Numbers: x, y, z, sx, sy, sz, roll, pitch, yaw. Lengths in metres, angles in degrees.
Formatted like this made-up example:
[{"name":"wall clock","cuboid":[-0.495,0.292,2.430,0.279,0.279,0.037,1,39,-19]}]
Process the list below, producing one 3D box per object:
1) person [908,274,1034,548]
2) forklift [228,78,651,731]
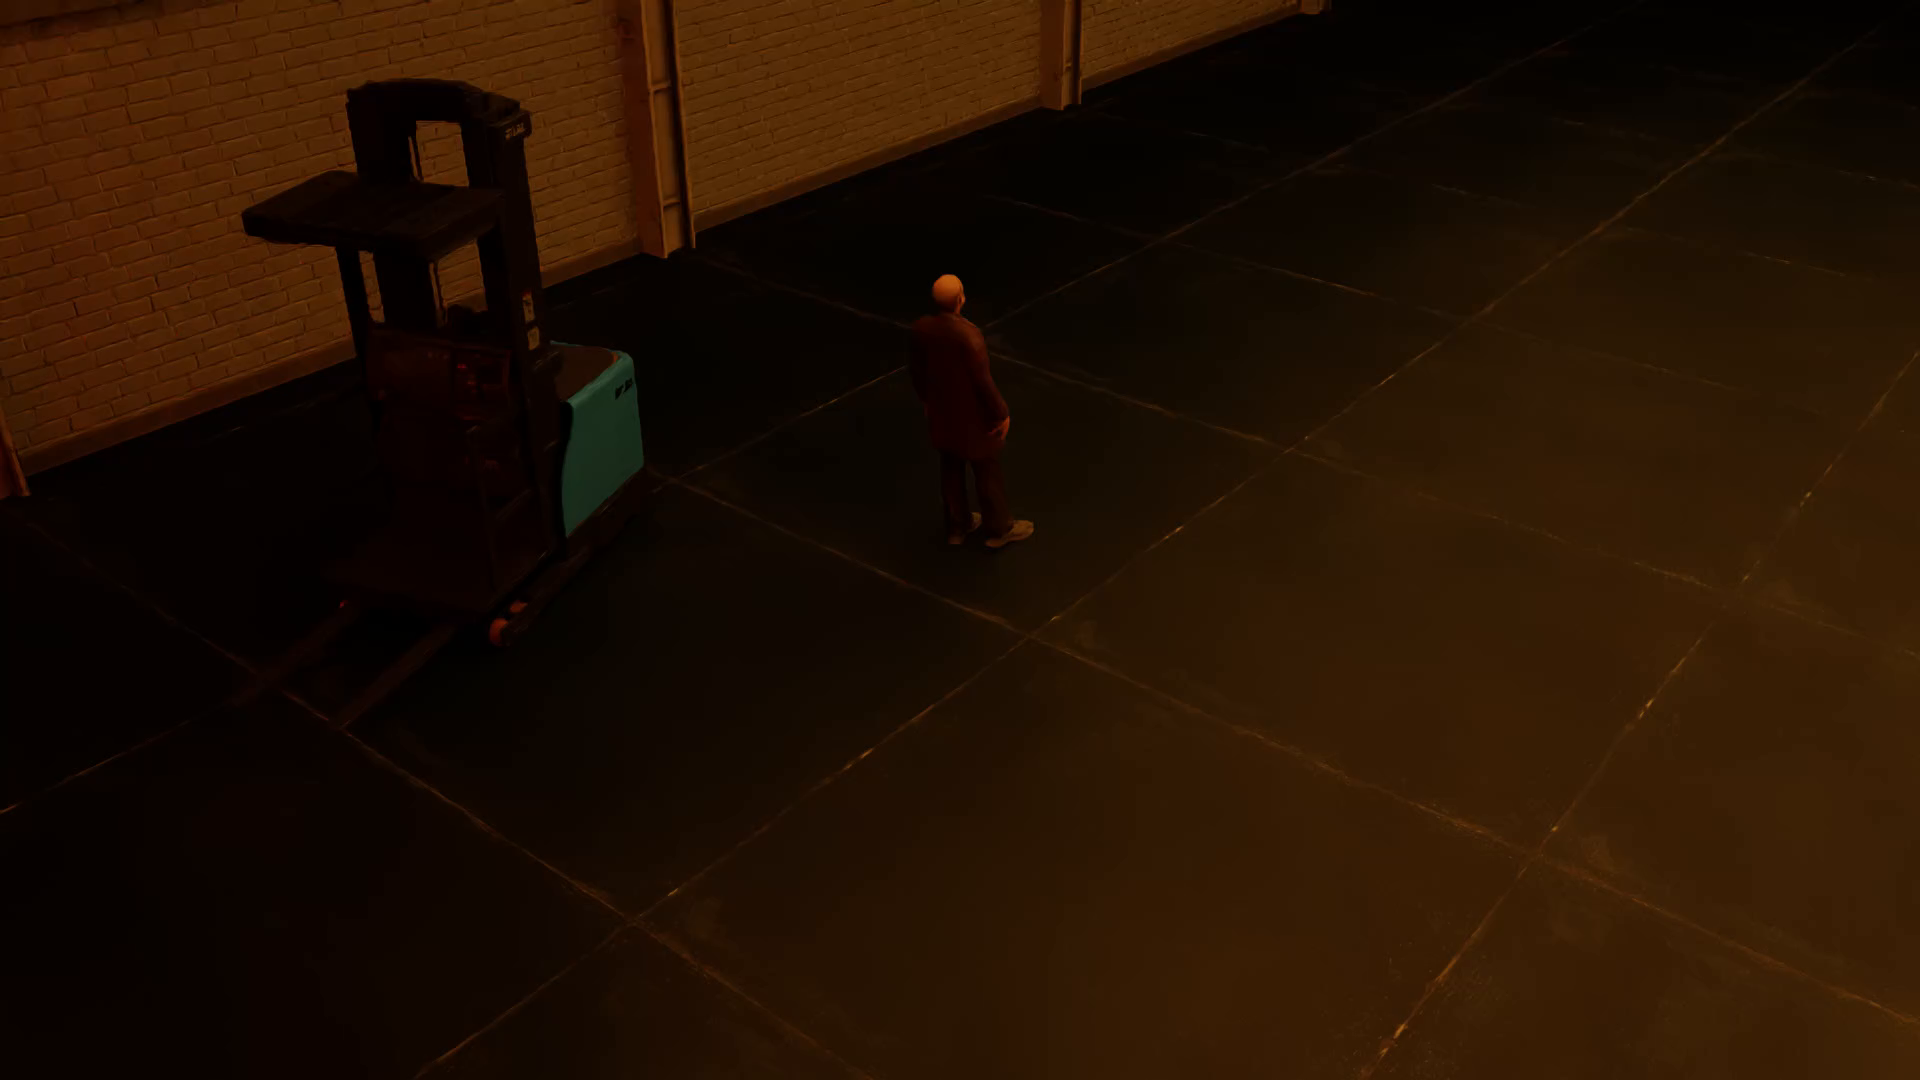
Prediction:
[{"name":"person","cuboid":[0.061,-0.808,10.107,0.694,1.776,0.580,22,37,33]},{"name":"forklift","cuboid":[-2.979,-0.886,9.112,1.130,2.935,3.031,10,32,16]}]
